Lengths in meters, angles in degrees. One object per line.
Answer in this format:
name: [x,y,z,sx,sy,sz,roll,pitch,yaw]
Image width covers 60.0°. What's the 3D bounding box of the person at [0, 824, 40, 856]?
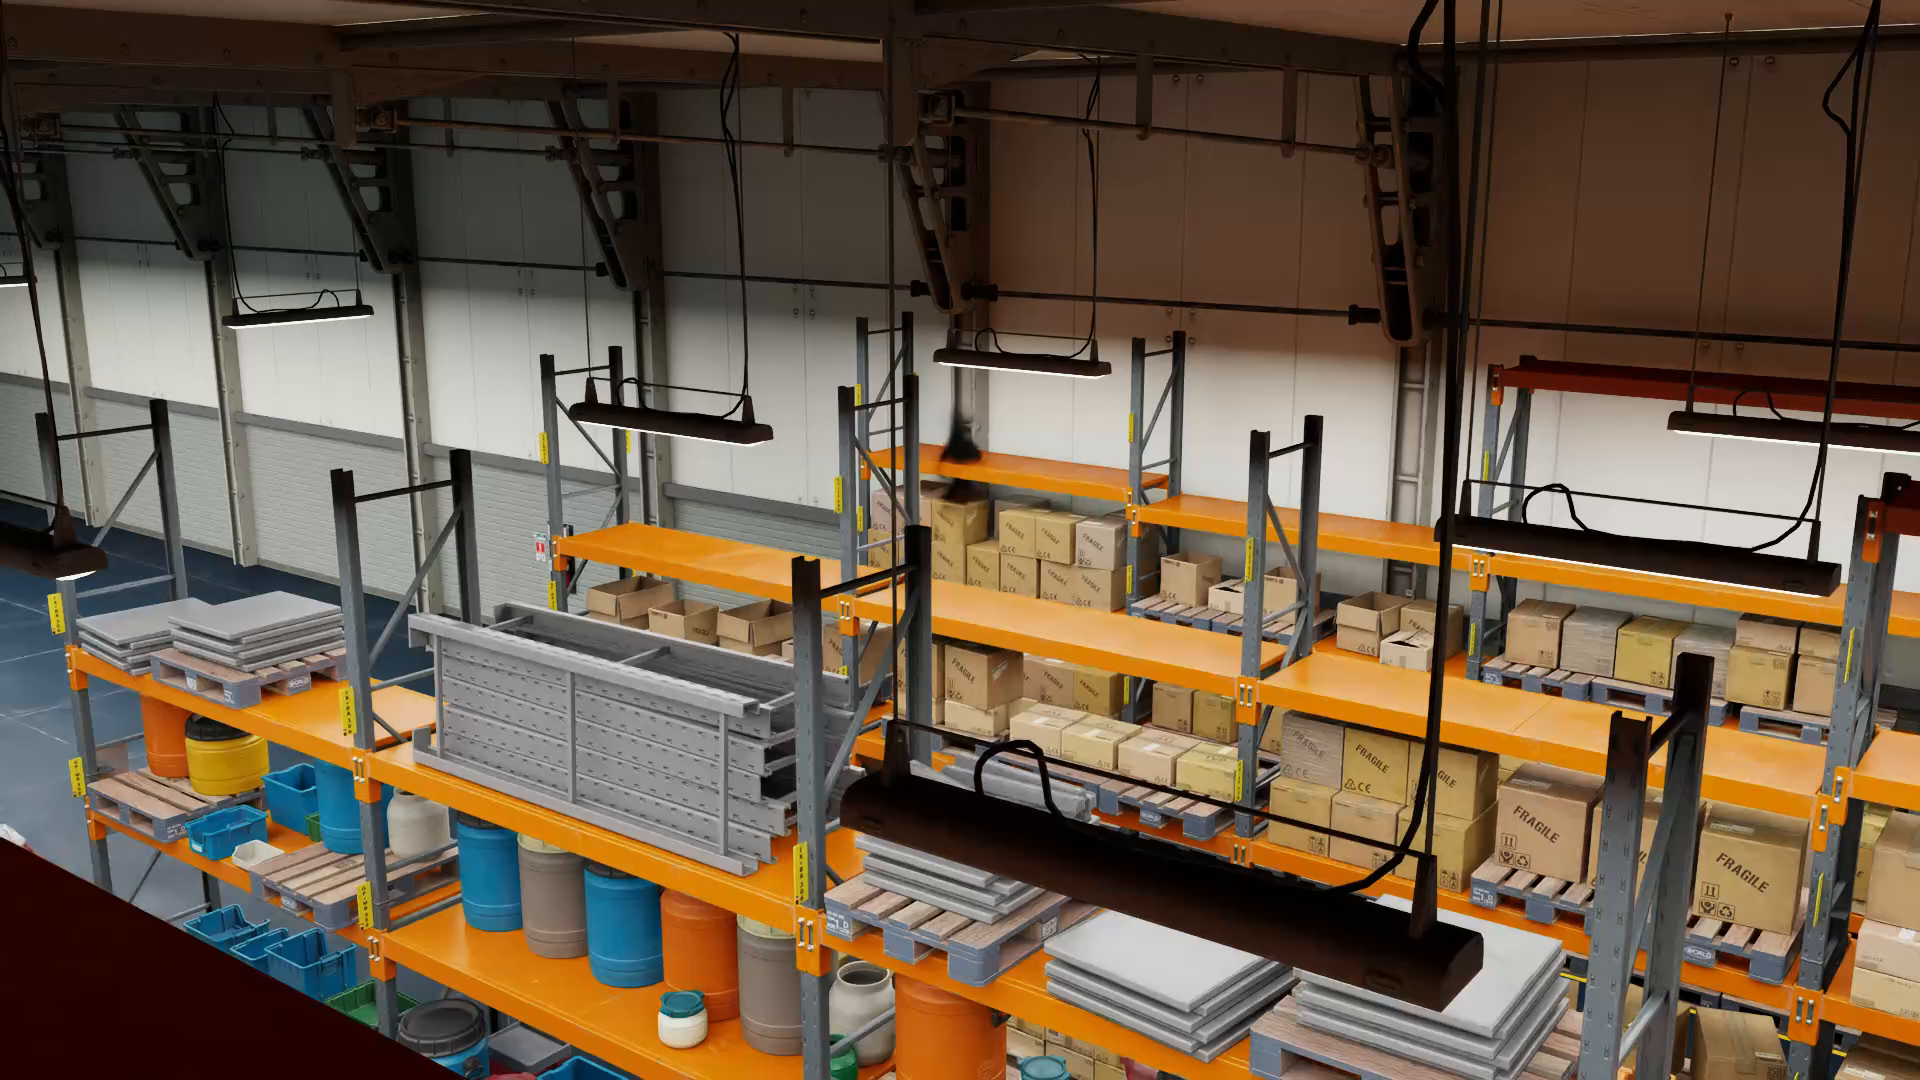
person: [-9.514,3.460,16.584,0.724,1.696,0.660,-1,13,-6]
